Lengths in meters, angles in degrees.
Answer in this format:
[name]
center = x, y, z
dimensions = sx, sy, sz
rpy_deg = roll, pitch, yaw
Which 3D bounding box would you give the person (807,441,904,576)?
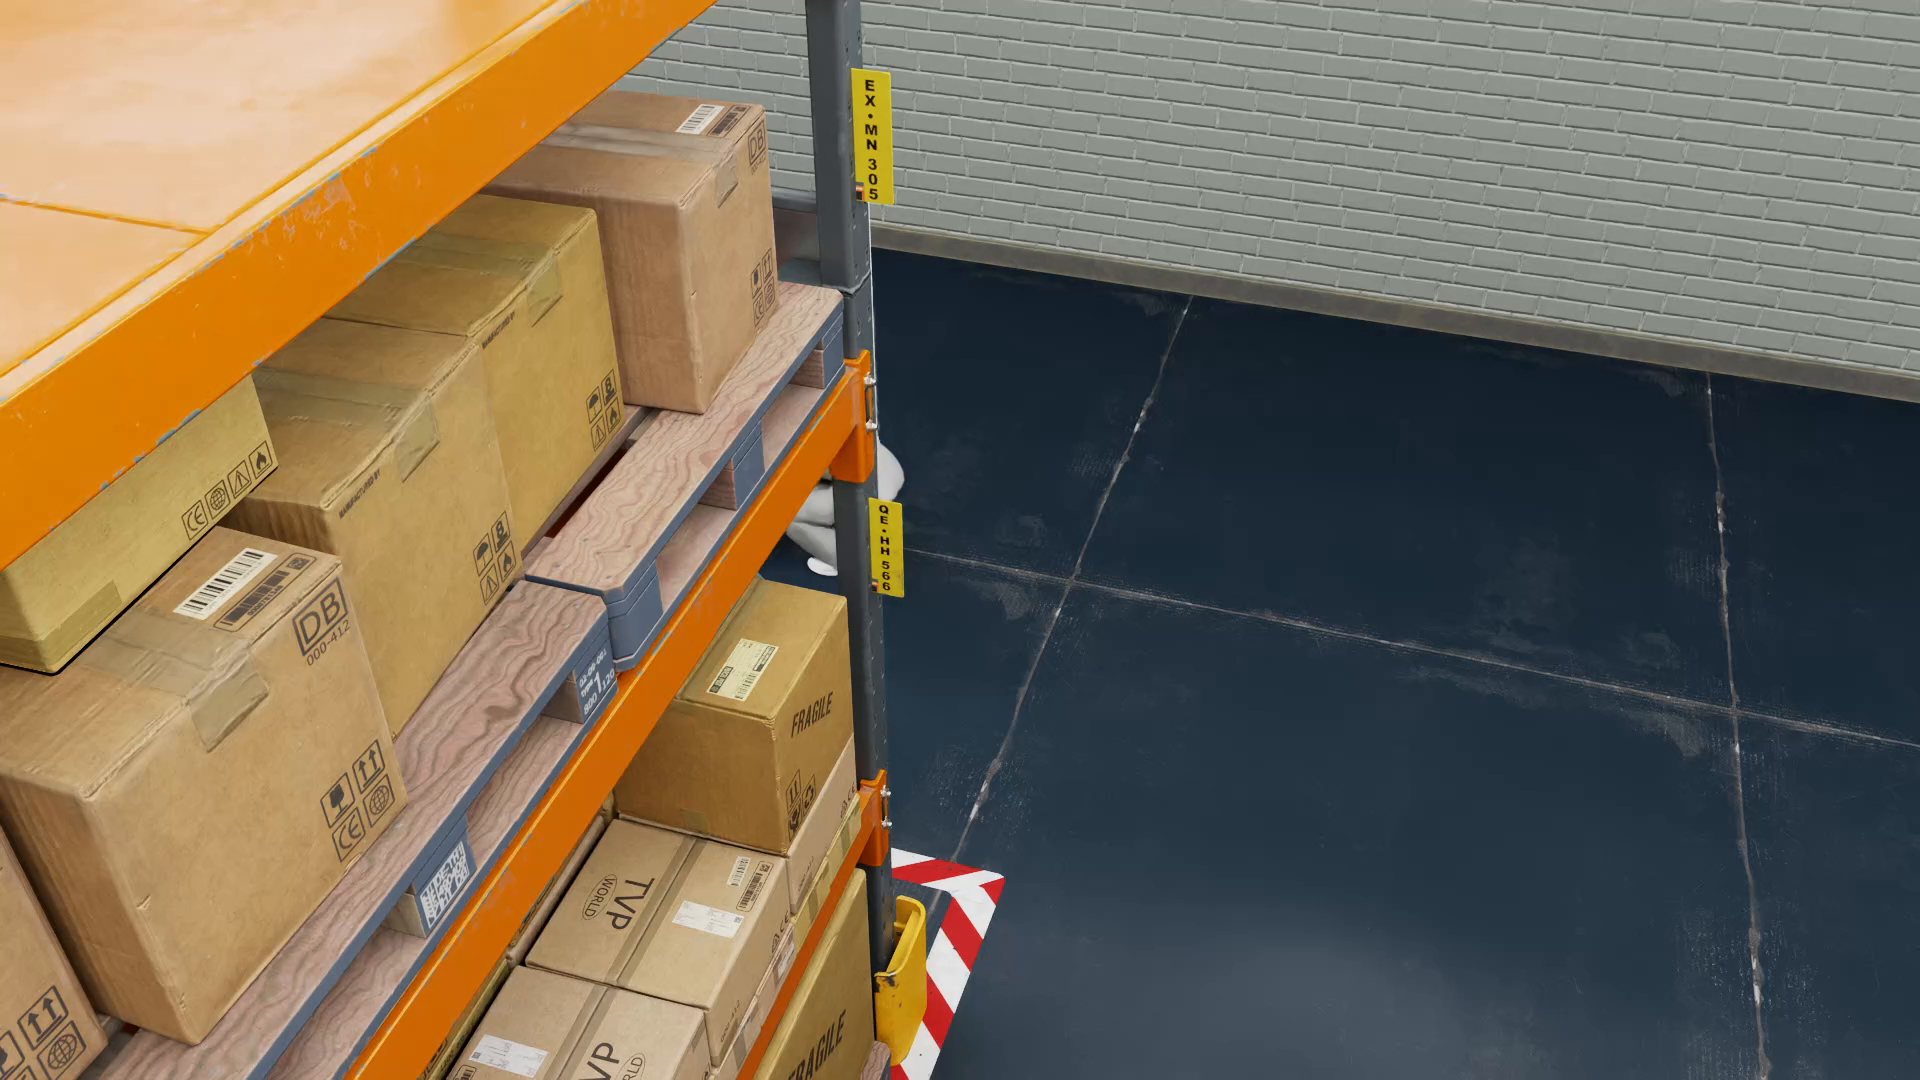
[person]
center = -0.676, -0.289, 7.880
dimensions = 0.802, 0.946, 0.464
rpy_deg = 11, 38, 14
